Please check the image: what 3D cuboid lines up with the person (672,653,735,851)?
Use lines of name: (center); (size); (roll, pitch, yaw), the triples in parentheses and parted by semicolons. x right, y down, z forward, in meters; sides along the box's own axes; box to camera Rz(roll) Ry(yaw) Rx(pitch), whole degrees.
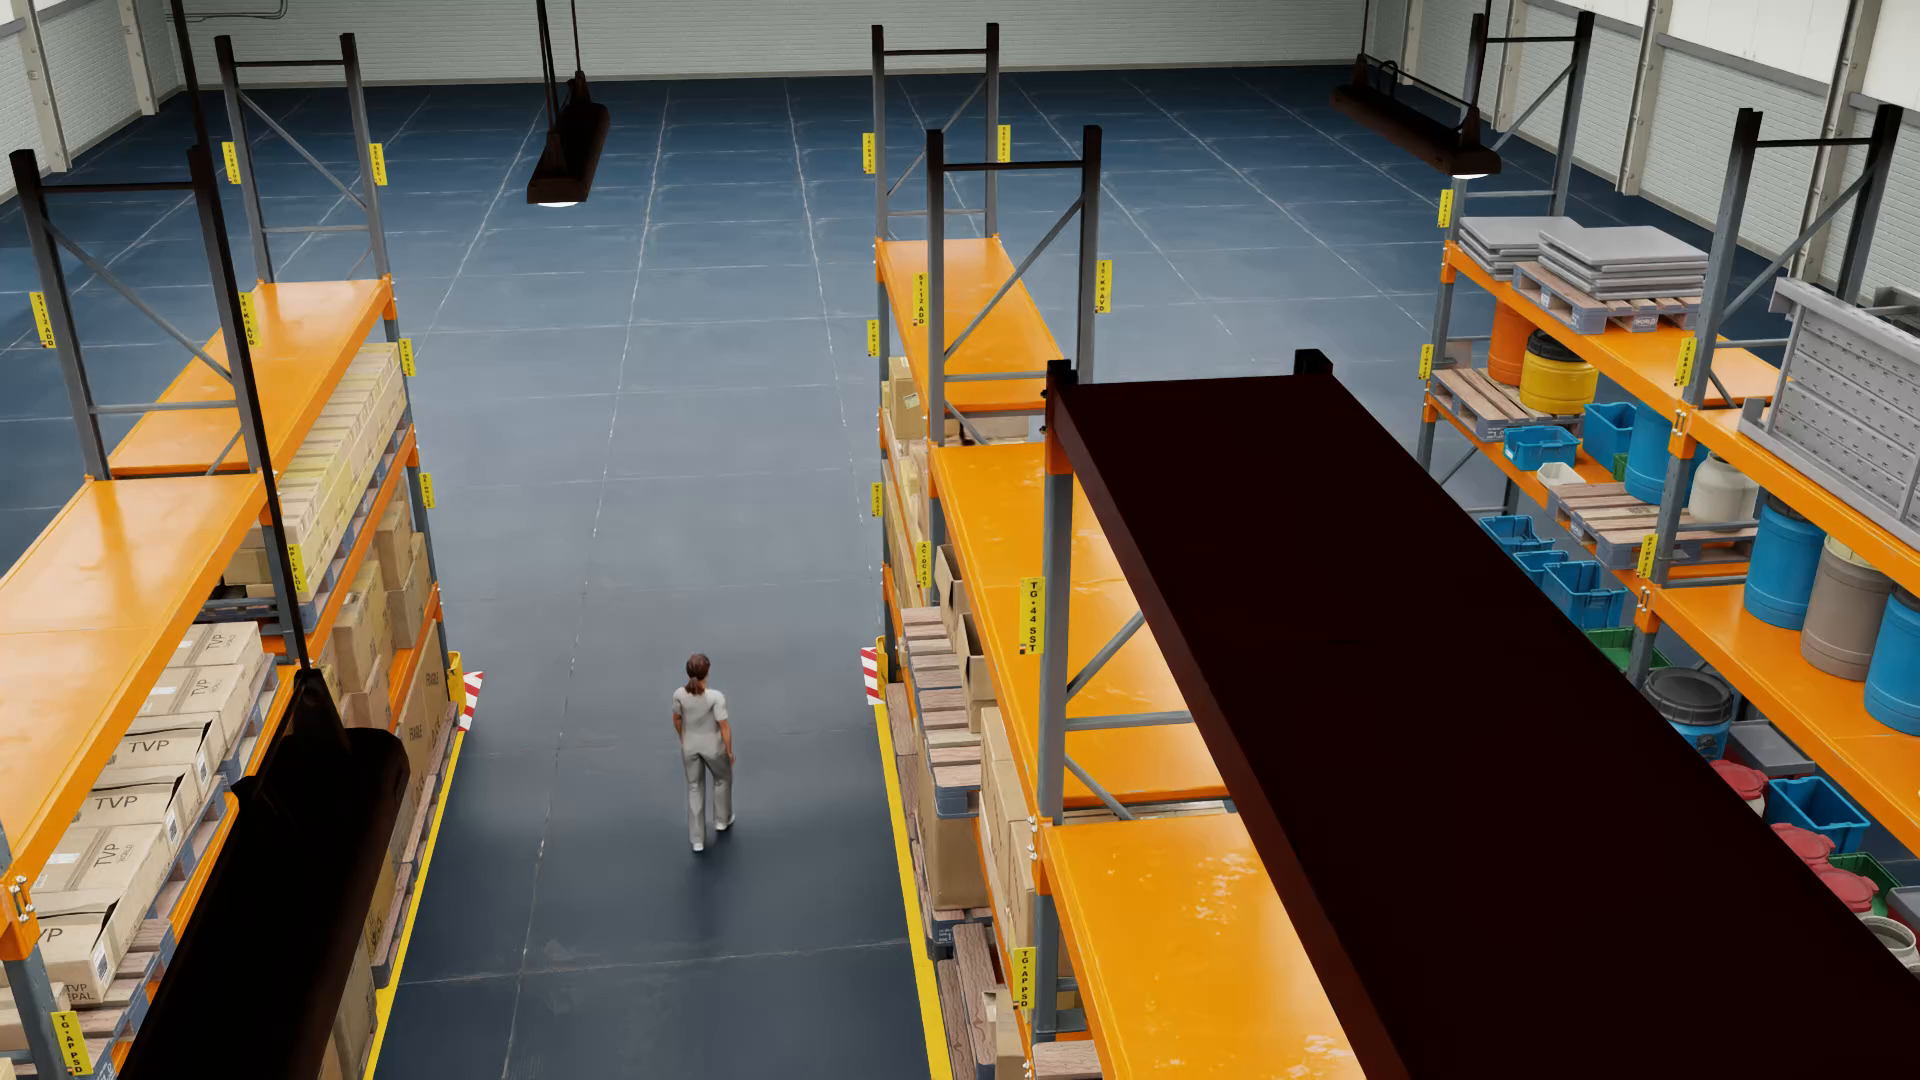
person: (-2.009, 1.636, 13.157); (0.501, 1.698, 0.618); (4, 26, 9)
